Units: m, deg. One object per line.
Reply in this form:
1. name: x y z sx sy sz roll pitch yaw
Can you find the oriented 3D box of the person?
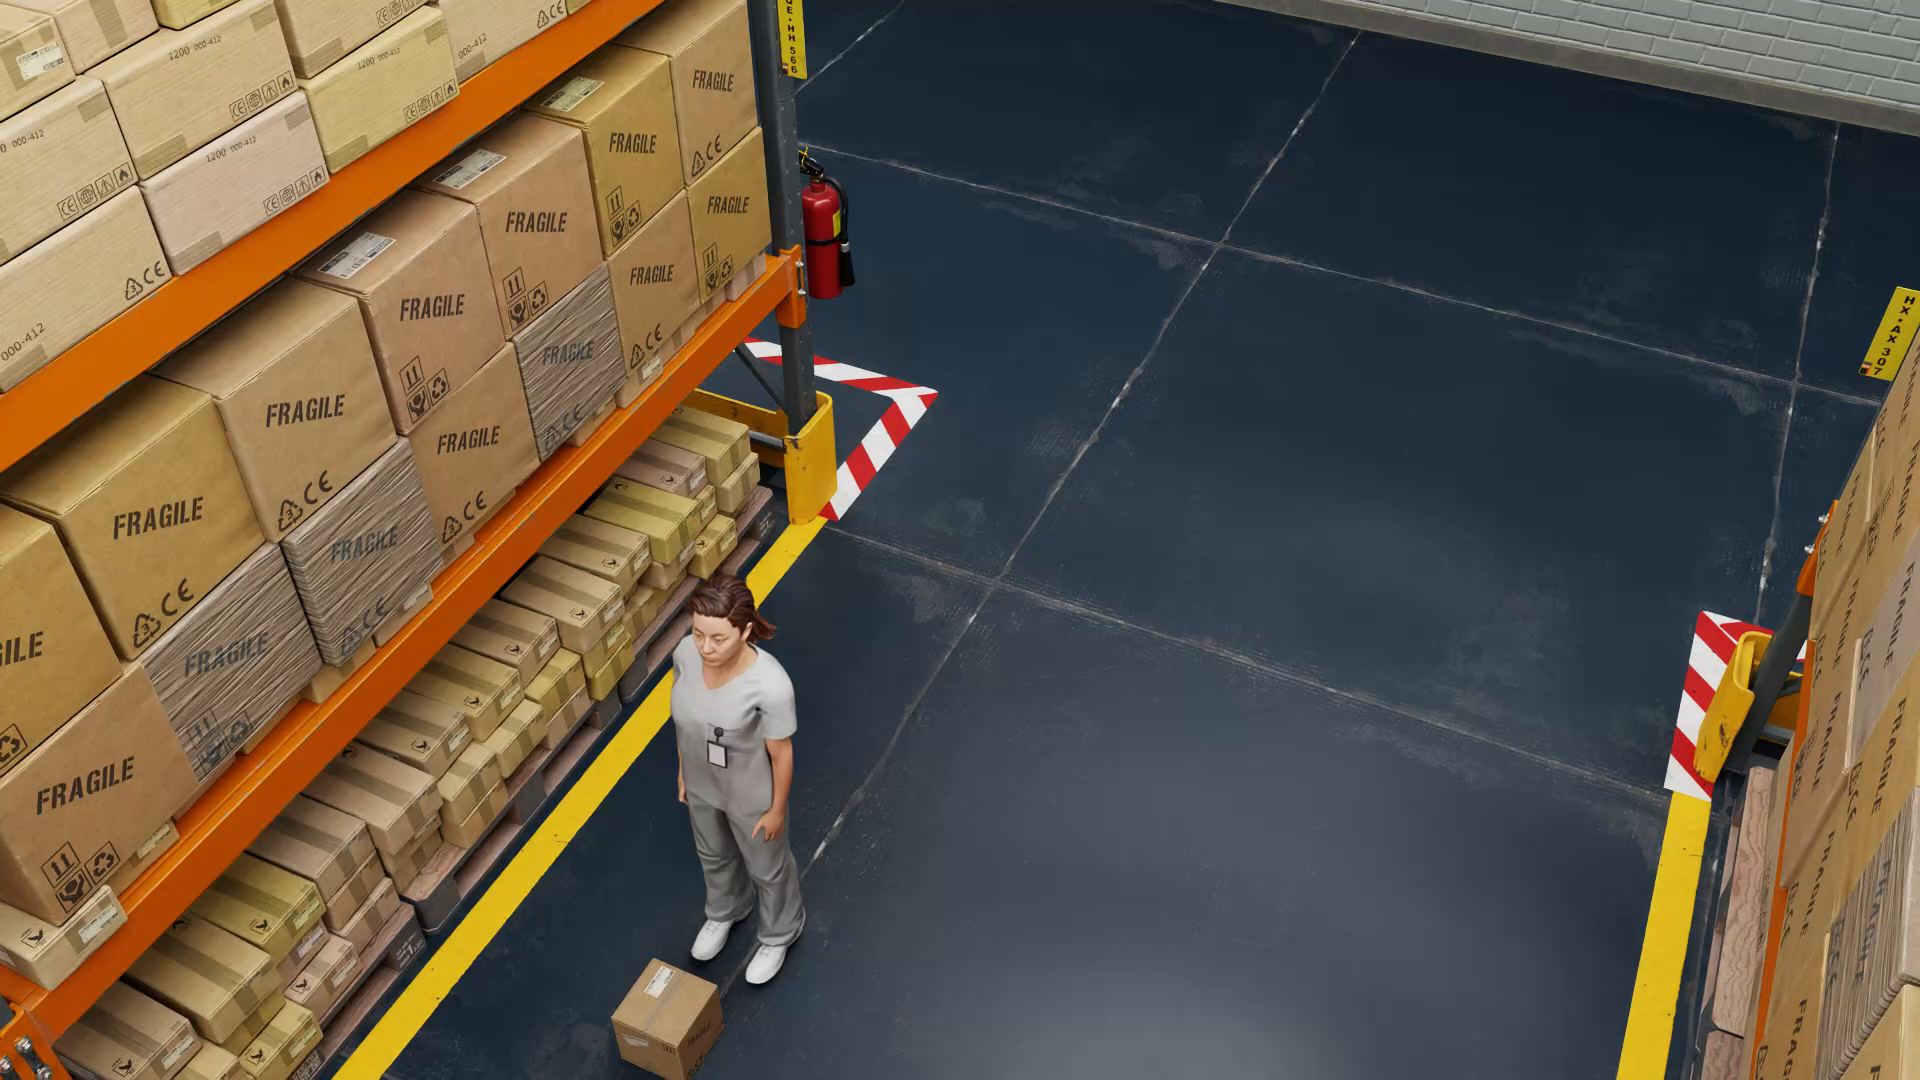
1. person: -0.707 0.776 5.284 0.441 1.676 0.397 23 47 23
